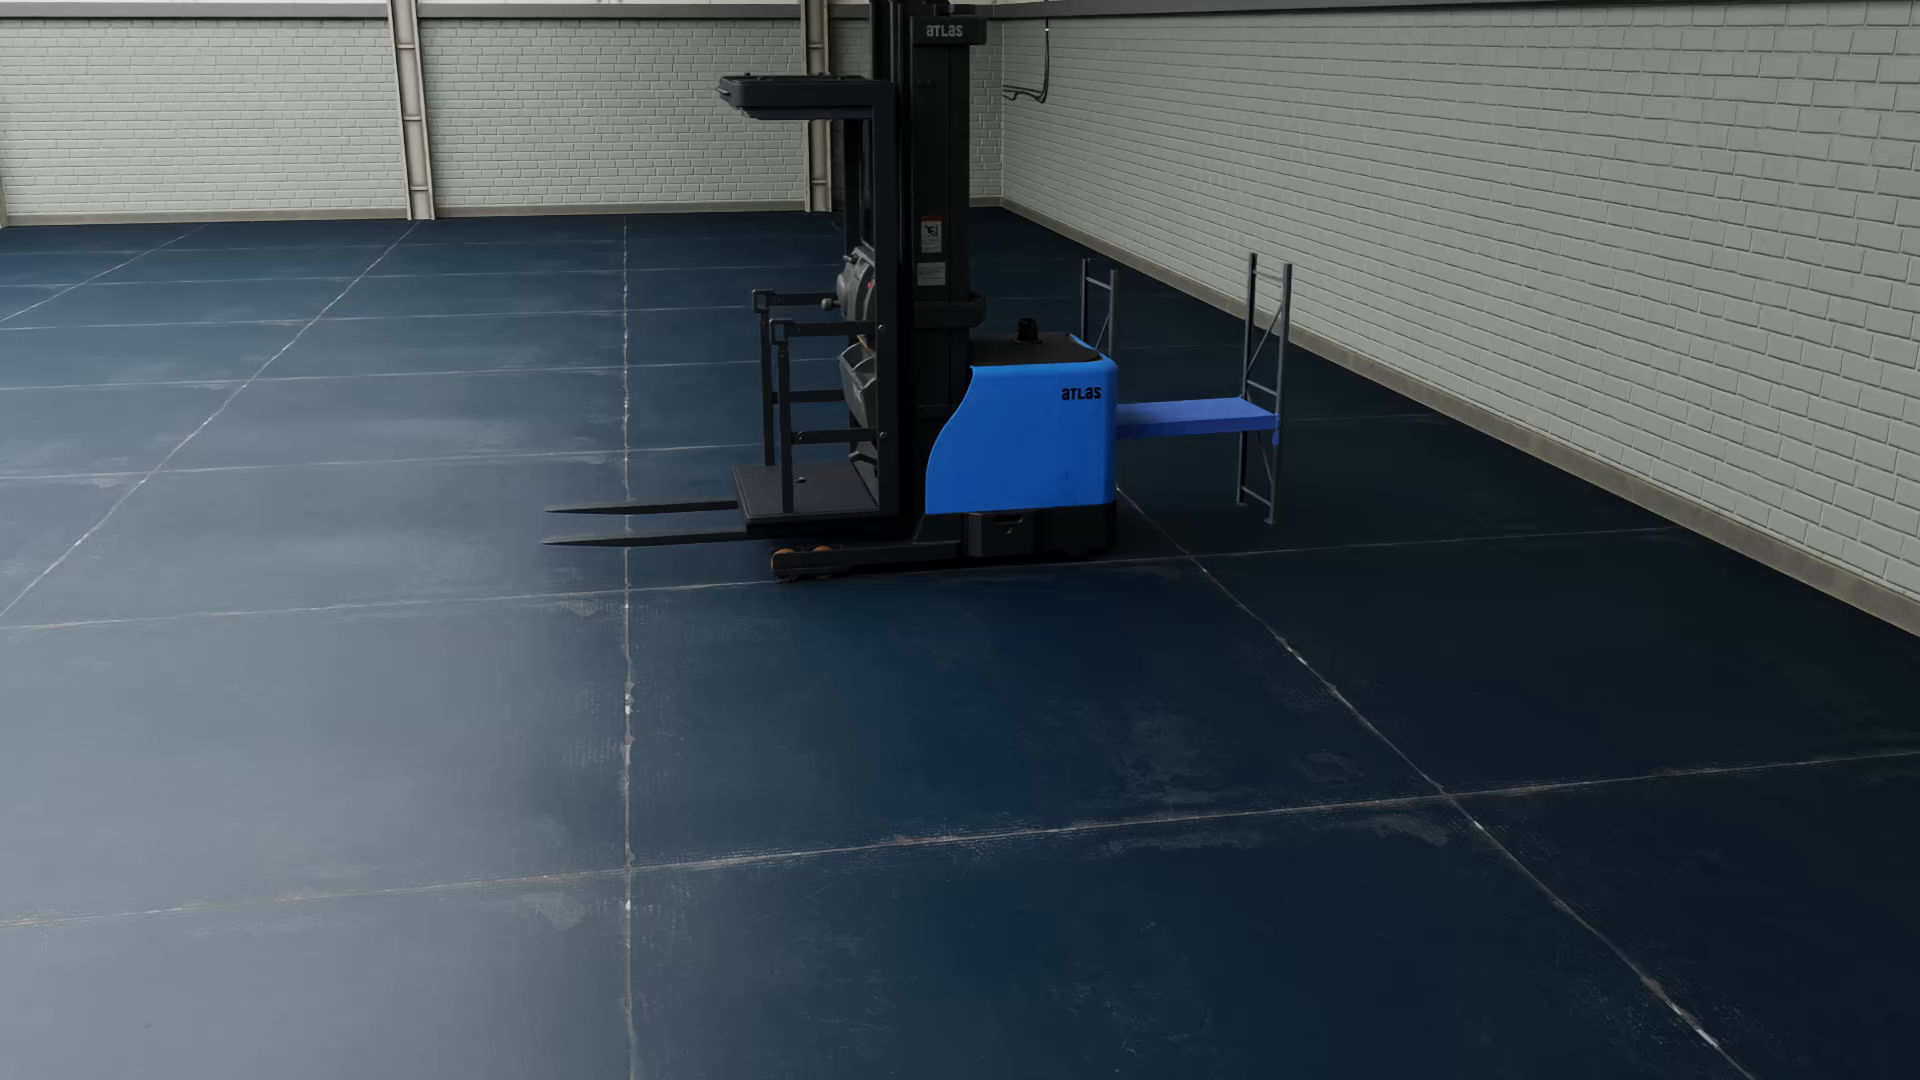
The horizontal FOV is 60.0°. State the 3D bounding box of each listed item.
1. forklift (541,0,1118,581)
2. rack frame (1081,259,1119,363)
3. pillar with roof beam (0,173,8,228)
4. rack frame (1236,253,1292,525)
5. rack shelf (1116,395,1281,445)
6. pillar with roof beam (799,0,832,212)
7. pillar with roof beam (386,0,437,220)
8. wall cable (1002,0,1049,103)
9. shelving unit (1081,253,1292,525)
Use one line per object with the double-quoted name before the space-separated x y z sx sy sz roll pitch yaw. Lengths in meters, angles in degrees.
"forklift" -0.726 -1.357 8.739 3.031 2.935 1.130 -3 17 -11
"rack frame" 0.770 -0.795 9.346 0.032 1.500 0.500 -5 18 -15
"pillar with roof beam" -13.196 -7.584 18.677 0.400 9.000 9.100 -3 17 -10
"rack frame" 1.751 -0.874 9.602 0.032 1.500 0.500 -5 18 -15
"rack shelf" 1.261 -0.662 9.526 1.000 0.185 0.538 -5 18 -15
"pillar with roof beam" -1.413 -8.252 20.853 0.400 9.000 9.100 -3 17 -10
"pillar with roof beam" -7.304 -7.918 19.765 0.400 9.000 9.100 -3 17 -10
"wall cable" 0.913 -7.792 24.642 0.112 2.526 3.097 -3 17 -10
"shelving unit" 1.261 -0.834 9.474 1.048 1.500 0.538 -5 18 -15
